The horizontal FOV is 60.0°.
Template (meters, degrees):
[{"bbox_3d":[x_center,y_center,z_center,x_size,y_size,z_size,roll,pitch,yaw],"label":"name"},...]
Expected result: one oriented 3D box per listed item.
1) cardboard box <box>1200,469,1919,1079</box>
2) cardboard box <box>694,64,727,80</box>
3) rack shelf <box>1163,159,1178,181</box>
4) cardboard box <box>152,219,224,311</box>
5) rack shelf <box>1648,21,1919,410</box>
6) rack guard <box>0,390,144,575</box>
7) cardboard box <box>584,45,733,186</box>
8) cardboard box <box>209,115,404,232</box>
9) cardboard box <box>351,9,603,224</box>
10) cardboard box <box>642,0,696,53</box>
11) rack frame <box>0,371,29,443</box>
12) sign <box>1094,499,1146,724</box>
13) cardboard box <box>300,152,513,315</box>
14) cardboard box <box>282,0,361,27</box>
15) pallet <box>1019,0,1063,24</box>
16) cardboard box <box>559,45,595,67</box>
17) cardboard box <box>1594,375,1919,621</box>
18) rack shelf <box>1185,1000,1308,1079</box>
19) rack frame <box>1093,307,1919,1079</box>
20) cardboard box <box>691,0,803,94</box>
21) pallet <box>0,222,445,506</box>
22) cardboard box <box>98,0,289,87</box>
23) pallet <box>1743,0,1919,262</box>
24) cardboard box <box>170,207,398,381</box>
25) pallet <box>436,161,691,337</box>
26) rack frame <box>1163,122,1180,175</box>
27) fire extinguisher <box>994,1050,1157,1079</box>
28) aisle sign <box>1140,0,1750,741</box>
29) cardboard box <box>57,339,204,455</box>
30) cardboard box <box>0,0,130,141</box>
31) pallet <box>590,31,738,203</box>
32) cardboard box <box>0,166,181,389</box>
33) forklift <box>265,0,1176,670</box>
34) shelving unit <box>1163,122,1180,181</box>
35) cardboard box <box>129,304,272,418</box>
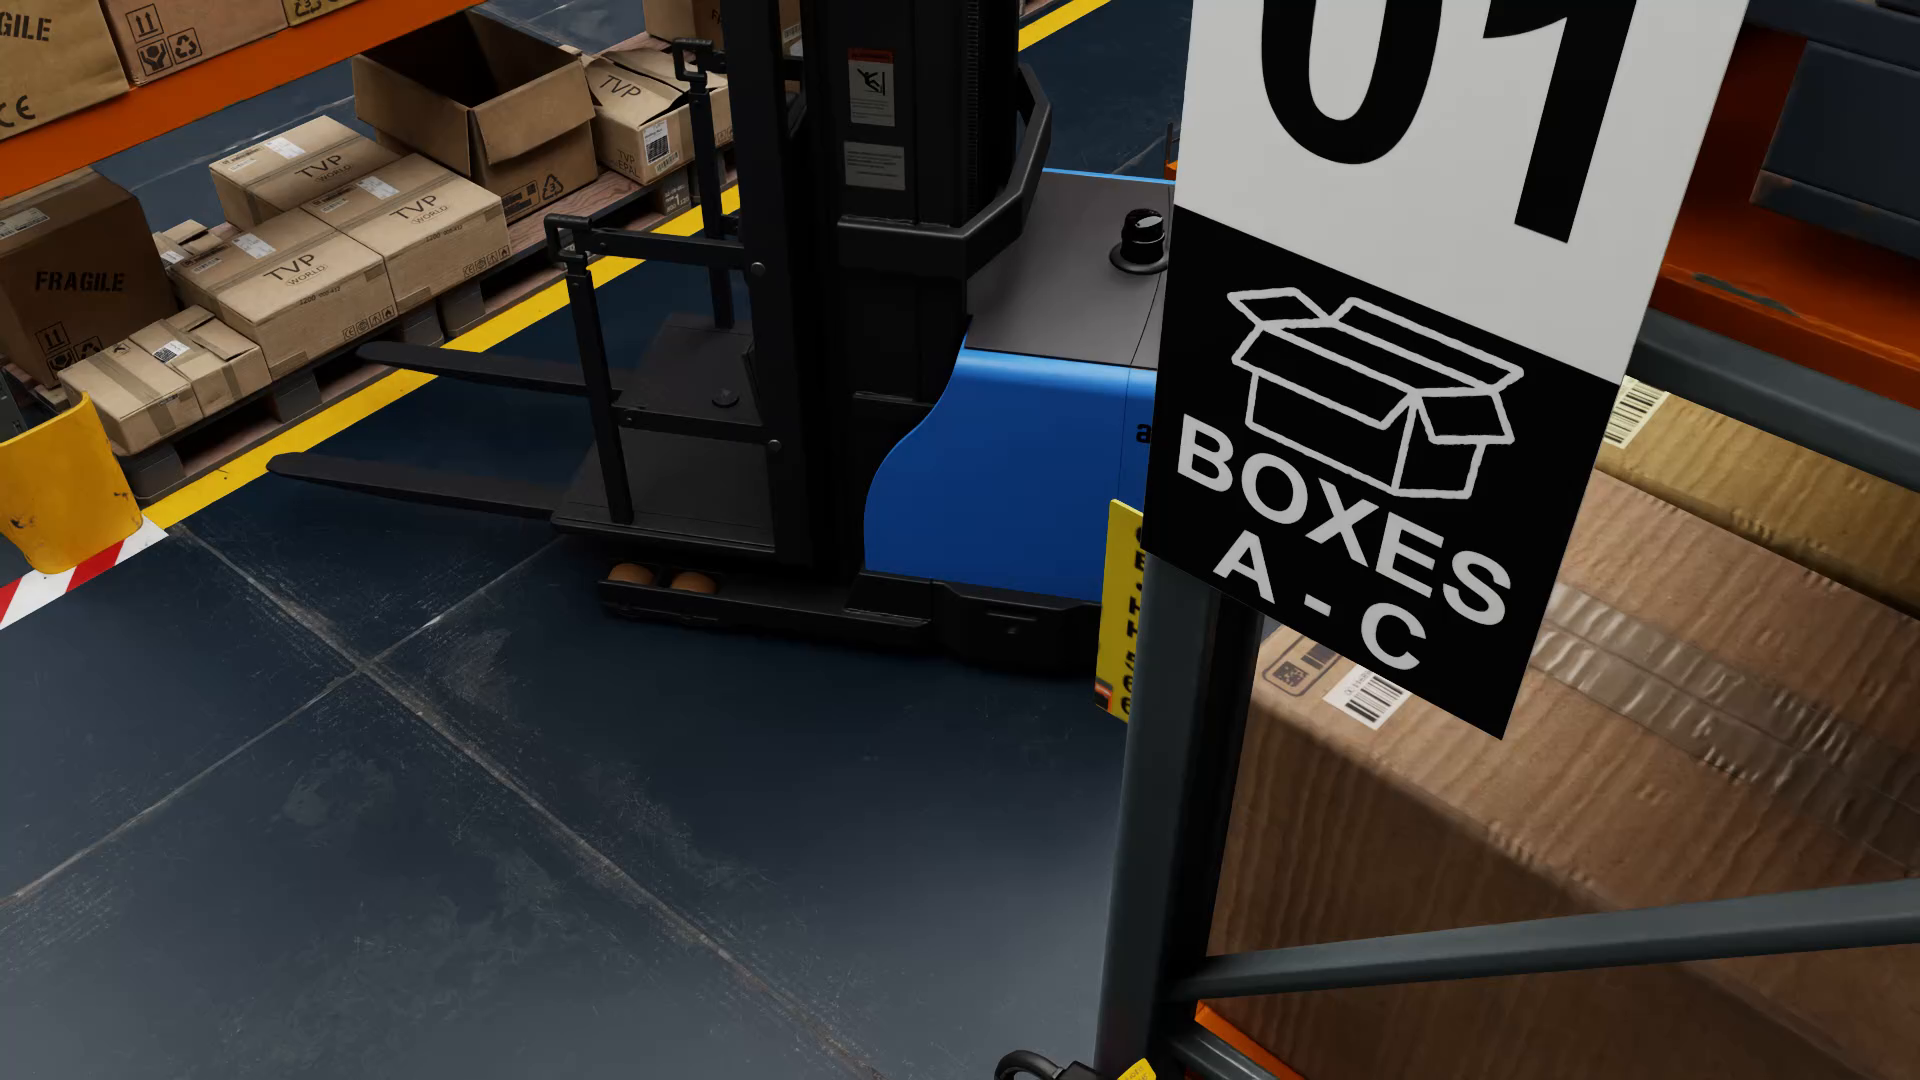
[{"bbox_3d":[0.928,0.478,2.272,0.980,0.700,0.700,32,51,30],"label":"cardboard box"},{"bbox_3d":[-0.957,-1.820,6.814,0.380,0.149,0.250,29,50,28],"label":"cardboard box"},{"bbox_3d":[0.795,-1.071,5.241,0.215,0.259,0.240,-31,51,-29],"label":"rack shelf"},{"bbox_3d":[-2.695,-0.958,5.853,0.380,0.166,0.250,29,50,28],"label":"cardboard box"},{"bbox_3d":[1.895,-1.018,2.445,1.077,0.370,4.000,29,50,28],"label":"rack shelf"},{"bbox_3d":[-3.137,-0.401,5.320,1.175,0.500,0.348,29,50,28],"label":"rack guard"},{"bbox_3d":[-1.244,-1.712,6.575,0.500,0.311,0.500,29,50,28],"label":"cardboard box"},{"bbox_3d":[-2.391,-1.295,6.162,0.500,0.250,0.500,29,50,28],"label":"cardboard box"},{"bbox_3d":[-1.817,-1.616,6.327,0.797,0.503,0.637,29,50,28],"label":"cardboard box"},{"bbox_3d":[-1.048,-2.392,7.323,0.500,0.311,0.500,29,50,28],"label":"cardboard box"},{"bbox_3d":[-3.186,-1.287,4.436,1.000,3.000,0.127,29,50,28],"label":"rack frame"},{"bbox_3d":[0.201,0.097,1.876,0.100,0.325,0.005,29,50,28],"label":"sign"},{"bbox_3d":[-1.976,-1.105,5.952,0.500,0.250,0.500,29,50,28],"label":"cardboard box"},{"bbox_3d":[-2.046,-1.964,5.106,0.500,0.500,0.500,29,50,28],"label":"cardboard box"},{"bbox_3d":[-0.117,-2.750,8.118,1.003,0.211,1.213,29,50,28],"label":"pallet"},{"bbox_3d":[-1.597,-1.889,6.877,0.380,0.166,0.250,29,50,28],"label":"cardboard box"},{"bbox_3d":[1.388,0.098,2.689,0.980,0.700,0.700,29,50,28],"label":"cardboard box"},{"bbox_3d":[1.895,0.092,3.454,1.077,0.370,4.000,29,50,28],"label":"rack shelf"},{"bbox_3d":[0.605,0.854,2.081,0.949,2.616,0.053,29,50,28],"label":"rack frame"},{"bbox_3d":[-0.762,-2.169,6.936,0.500,0.500,0.500,29,50,28],"label":"cardboard box"},{"bbox_3d":[-2.625,-0.705,5.869,1.003,0.211,1.213,29,50,28],"label":"pallet"},{"bbox_3d":[-2.371,-1.706,4.823,0.500,0.500,0.500,29,50,28],"label":"cardboard box"},{"bbox_3d":[1.077,-0.608,1.525,1.003,0.211,1.213,29,50,28],"label":"pallet"},{"bbox_3d":[-2.297,-0.847,5.669,0.500,0.250,0.500,29,50,28],"label":"cardboard box"},{"bbox_3d":[-1.840,-1.331,6.557,1.003,0.211,1.213,29,50,28],"label":"pallet"},{"bbox_3d":[0.714,-0.930,5.493,0.200,1.050,0.008,-31,51,-29],"label":"rack frame"},{"bbox_3d":[0.157,0.900,2.365,0.296,0.674,0.183,29,50,28],"label":"fire extinguisher"},{"bbox_3d":[0.332,-0.199,1.307,0.394,0.787,0.004,29,50,28],"label":"aisle sign"},{"bbox_3d":[-2.654,-0.462,5.320,0.380,0.149,0.250,29,50,28],"label":"cardboard box"},{"bbox_3d":[-2.699,-1.438,4.528,0.500,0.500,0.500,31,50,29],"label":"cardboard box"},{"bbox_3d":[-1.055,-1.962,7.251,1.003,0.211,1.213,29,50,28],"label":"pallet"},{"bbox_3d":[-3.025,-0.912,5.554,0.500,0.500,0.500,29,50,28],"label":"cardboard box"},{"bbox_3d":[-0.612,-1.166,4.354,3.031,2.935,1.130,8,43,8],"label":"forklift"},{"bbox_3d":[0.795,-0.869,5.425,0.215,1.050,0.252,-31,51,-29],"label":"shelving unit"},{"bbox_3d":[-2.493,-0.597,5.456,0.380,0.166,0.250,29,50,28],"label":"cardboard box"}]
